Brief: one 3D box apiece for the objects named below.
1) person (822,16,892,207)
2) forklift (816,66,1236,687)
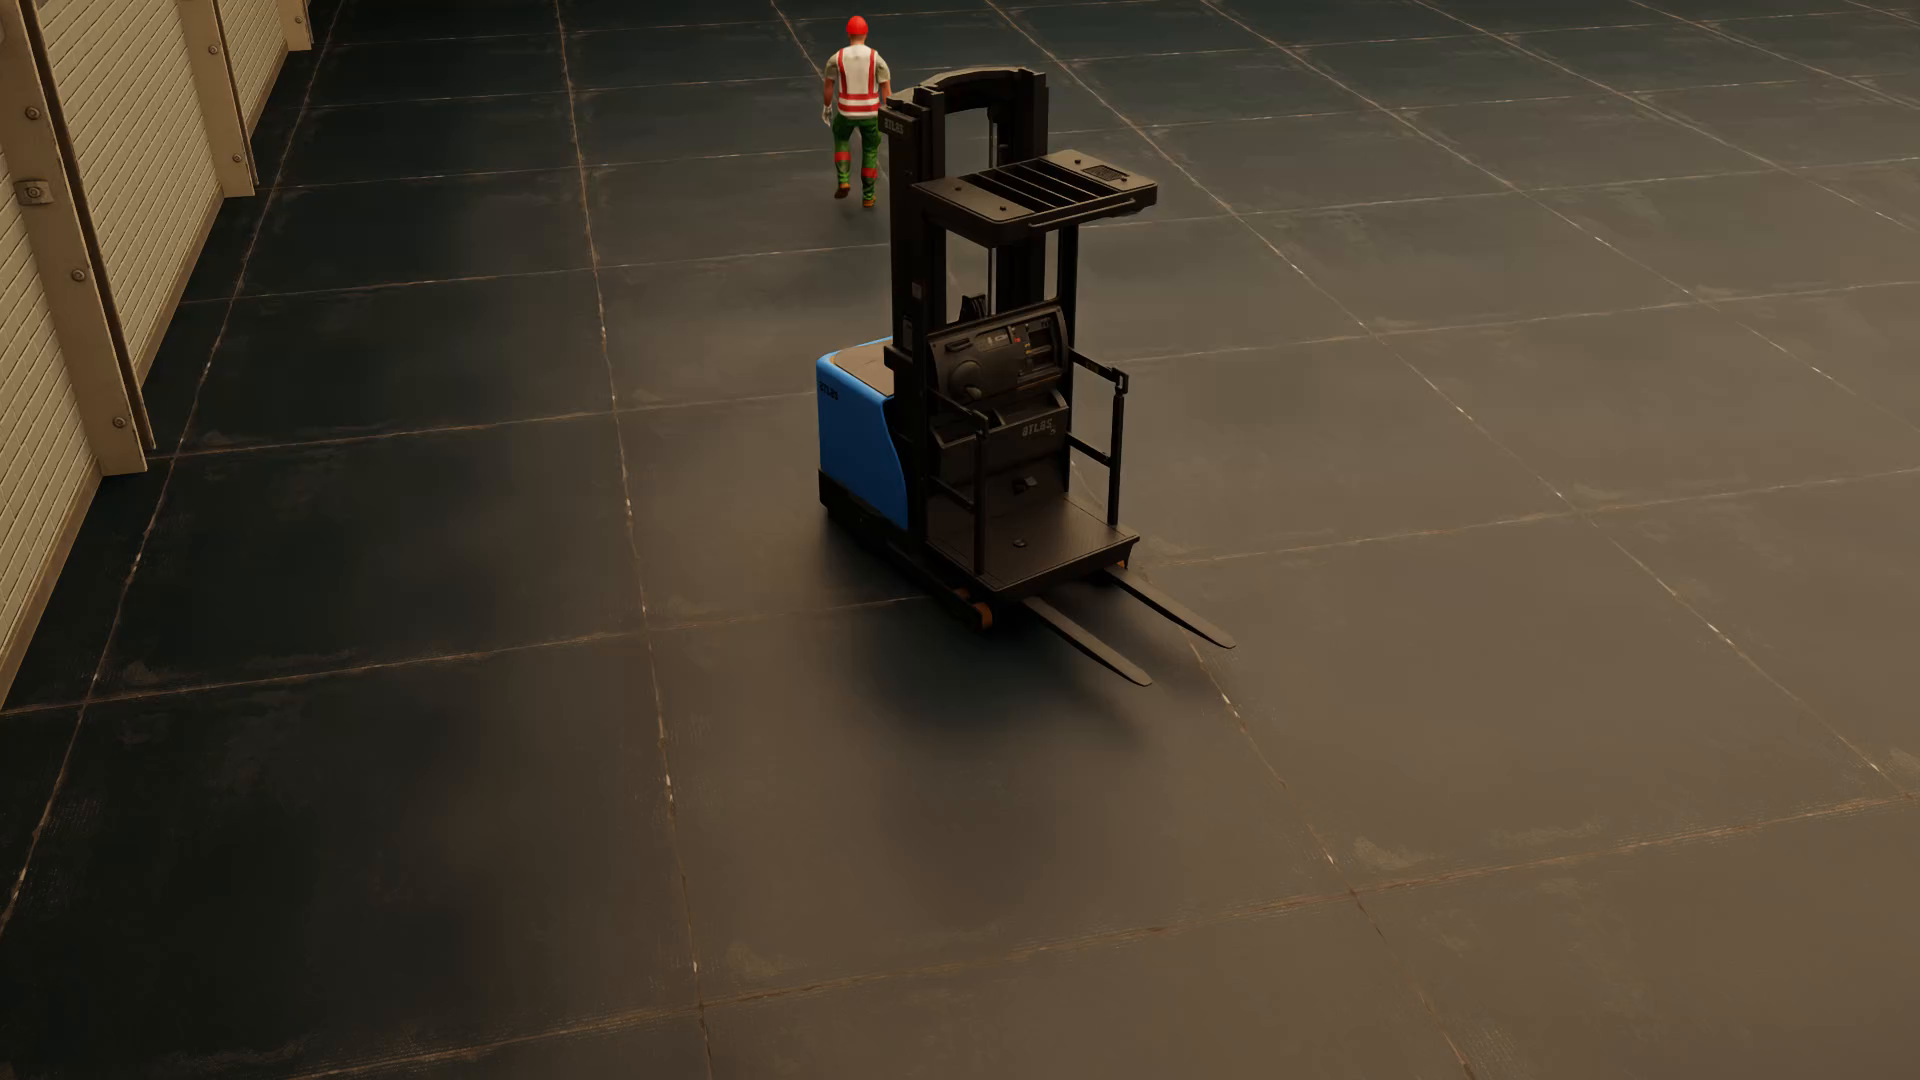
[{"bbox_3d":[-0.966,-4.079,15.785,0.685,1.768,0.472,0,30,-1],"label":"person"},{"bbox_3d":[0.355,-1.021,9.338,1.130,2.935,3.031,-20,35,-30],"label":"forklift"}]
